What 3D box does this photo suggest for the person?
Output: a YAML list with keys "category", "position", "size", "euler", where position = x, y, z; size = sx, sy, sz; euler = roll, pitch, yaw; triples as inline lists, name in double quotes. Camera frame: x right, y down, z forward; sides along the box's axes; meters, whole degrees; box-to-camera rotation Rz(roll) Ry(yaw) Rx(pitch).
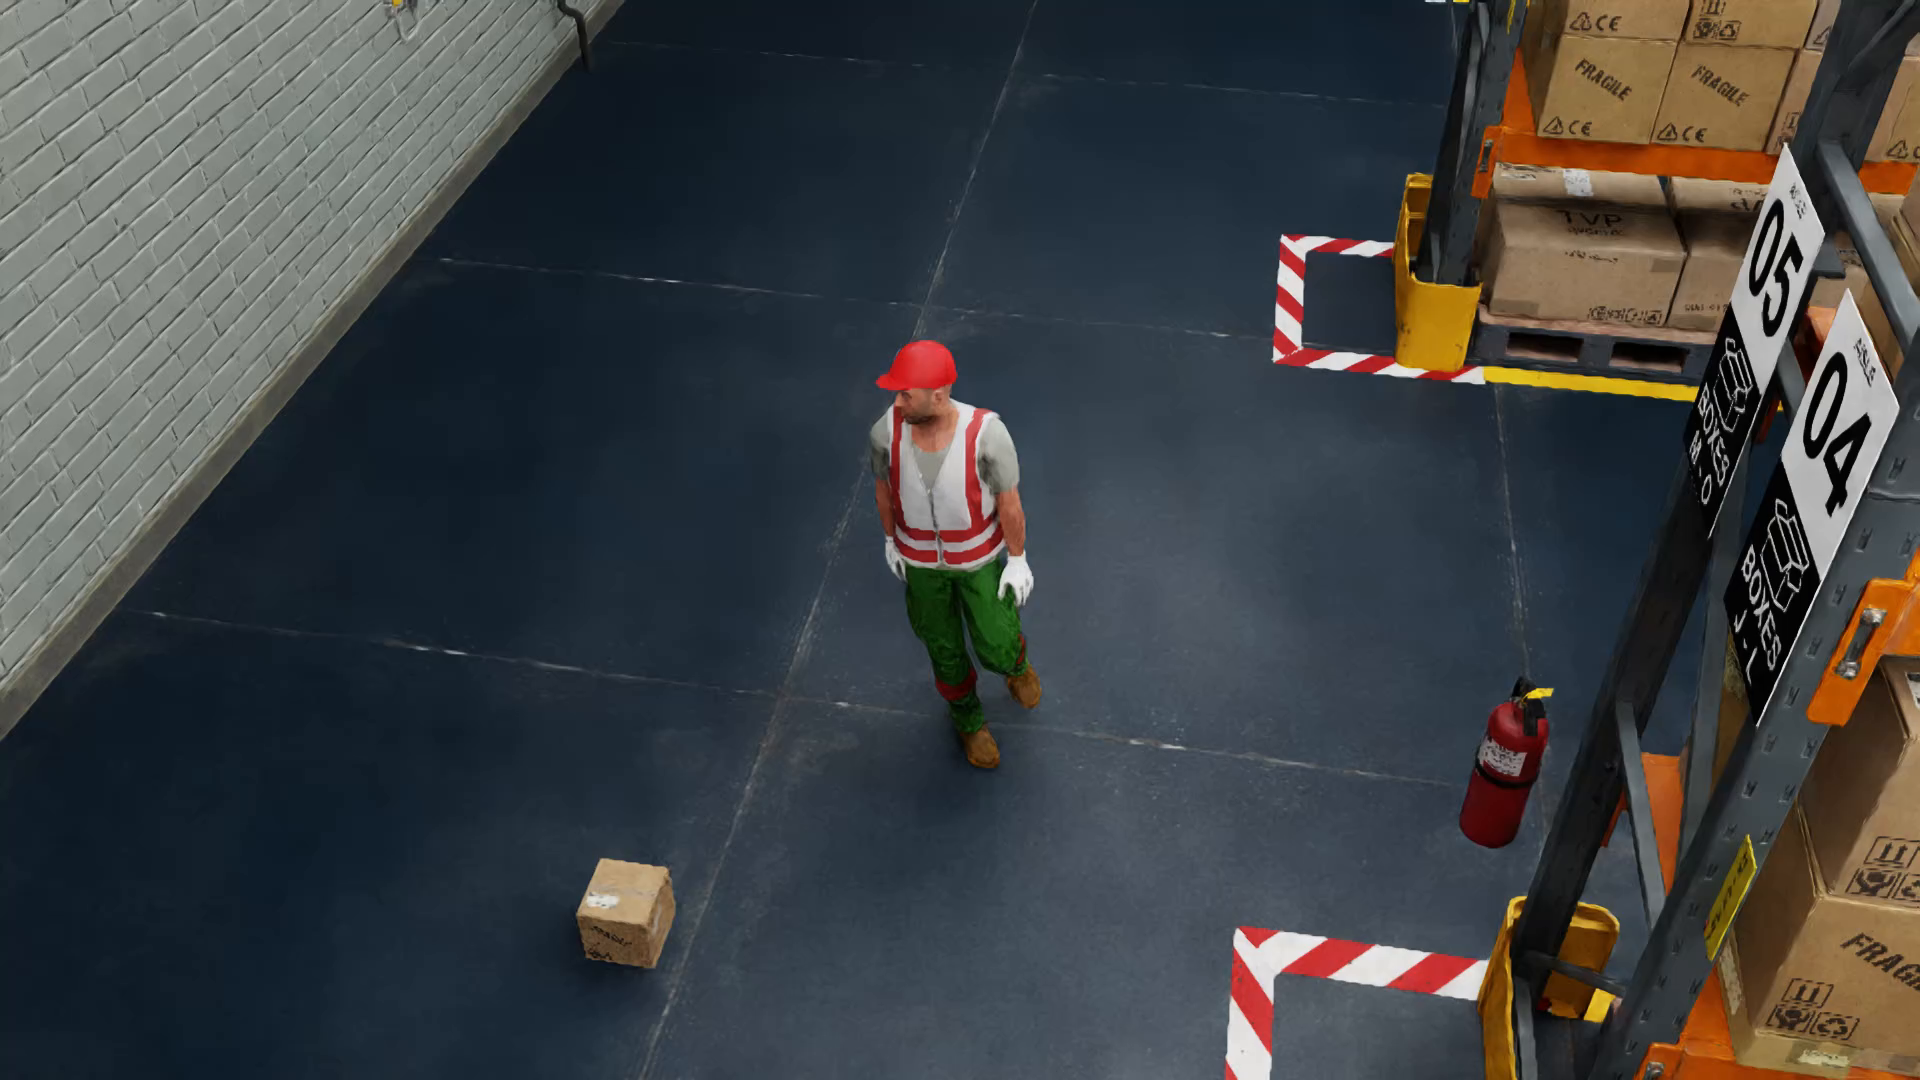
- category: "person"
  position: [-0.012, 0.059, 6.091]
  size: [0.649, 1.762, 0.516]
  euler: [5, 40, 5]
